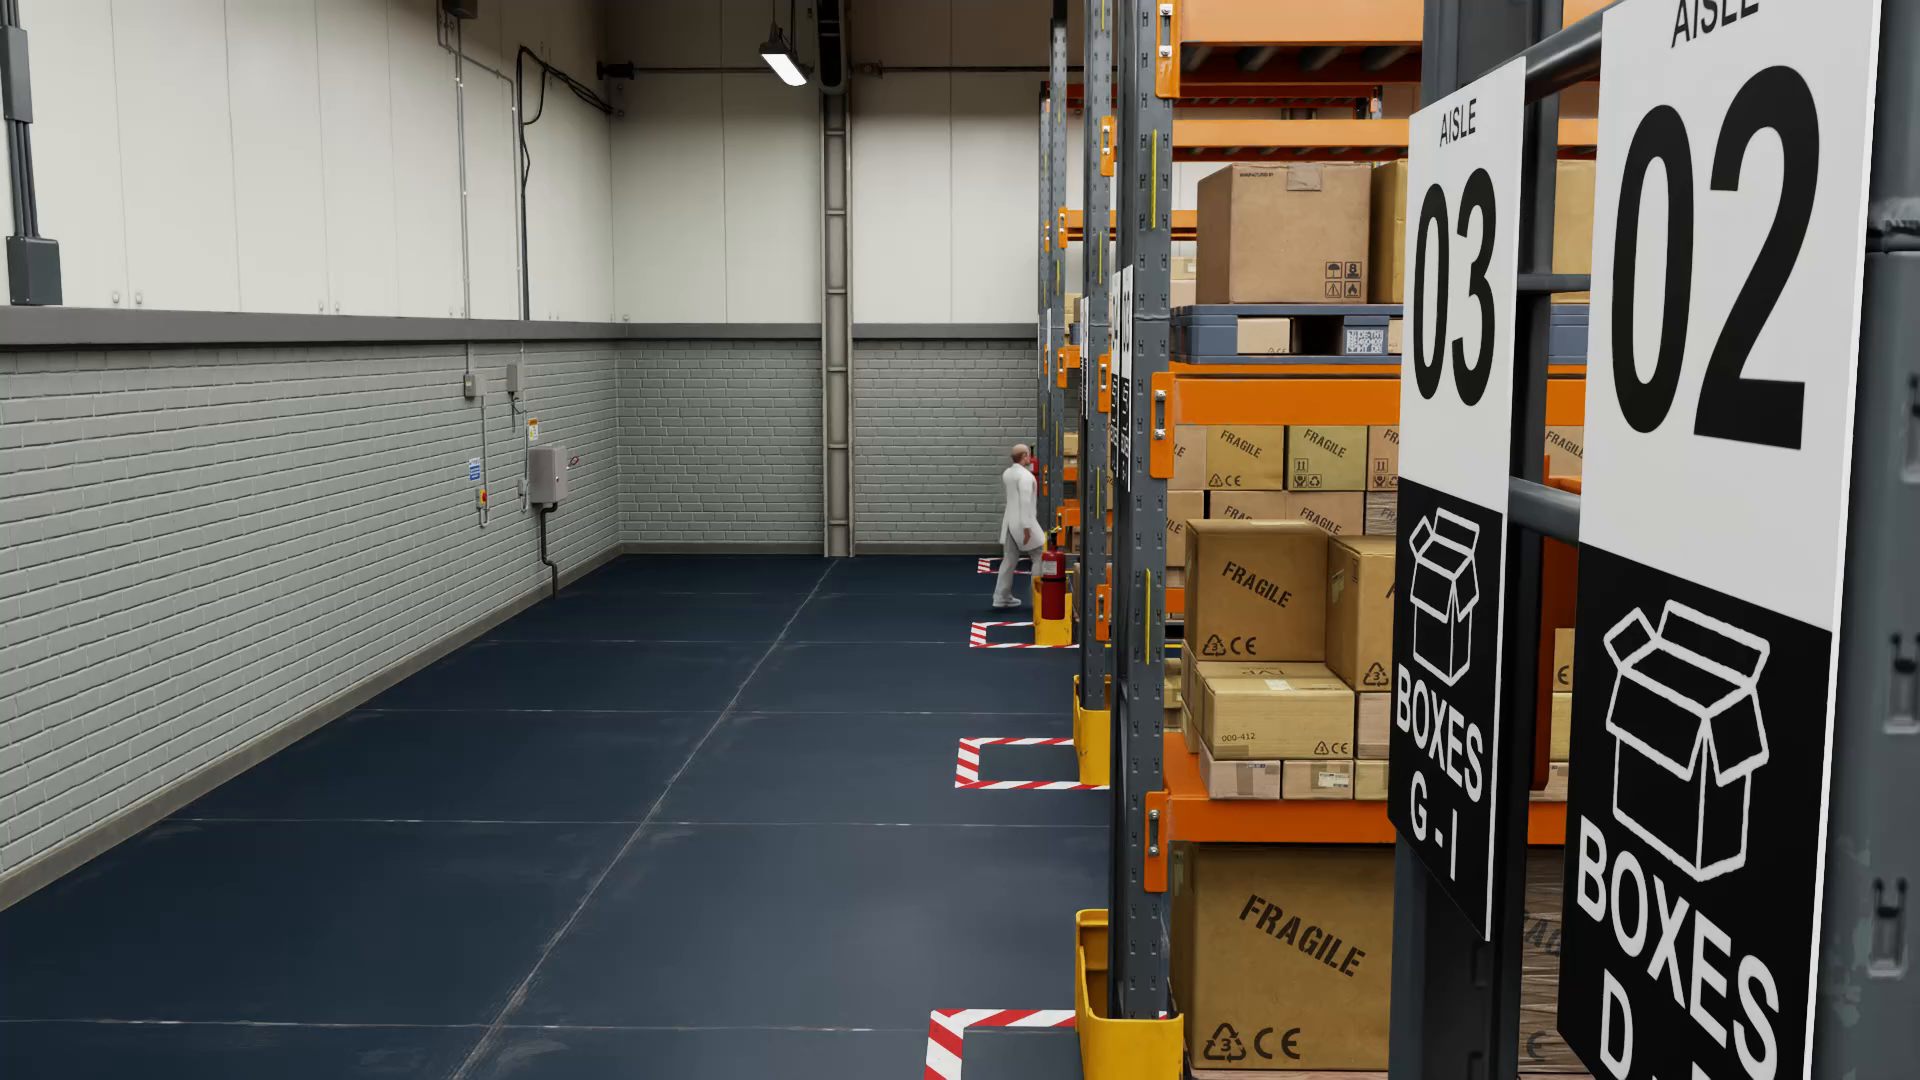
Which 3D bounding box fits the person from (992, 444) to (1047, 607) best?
[{"bbox_3d":[0.704,-0.138,17.944,0.783,1.798,0.669,-4,8,-30],"label":"person"}]
